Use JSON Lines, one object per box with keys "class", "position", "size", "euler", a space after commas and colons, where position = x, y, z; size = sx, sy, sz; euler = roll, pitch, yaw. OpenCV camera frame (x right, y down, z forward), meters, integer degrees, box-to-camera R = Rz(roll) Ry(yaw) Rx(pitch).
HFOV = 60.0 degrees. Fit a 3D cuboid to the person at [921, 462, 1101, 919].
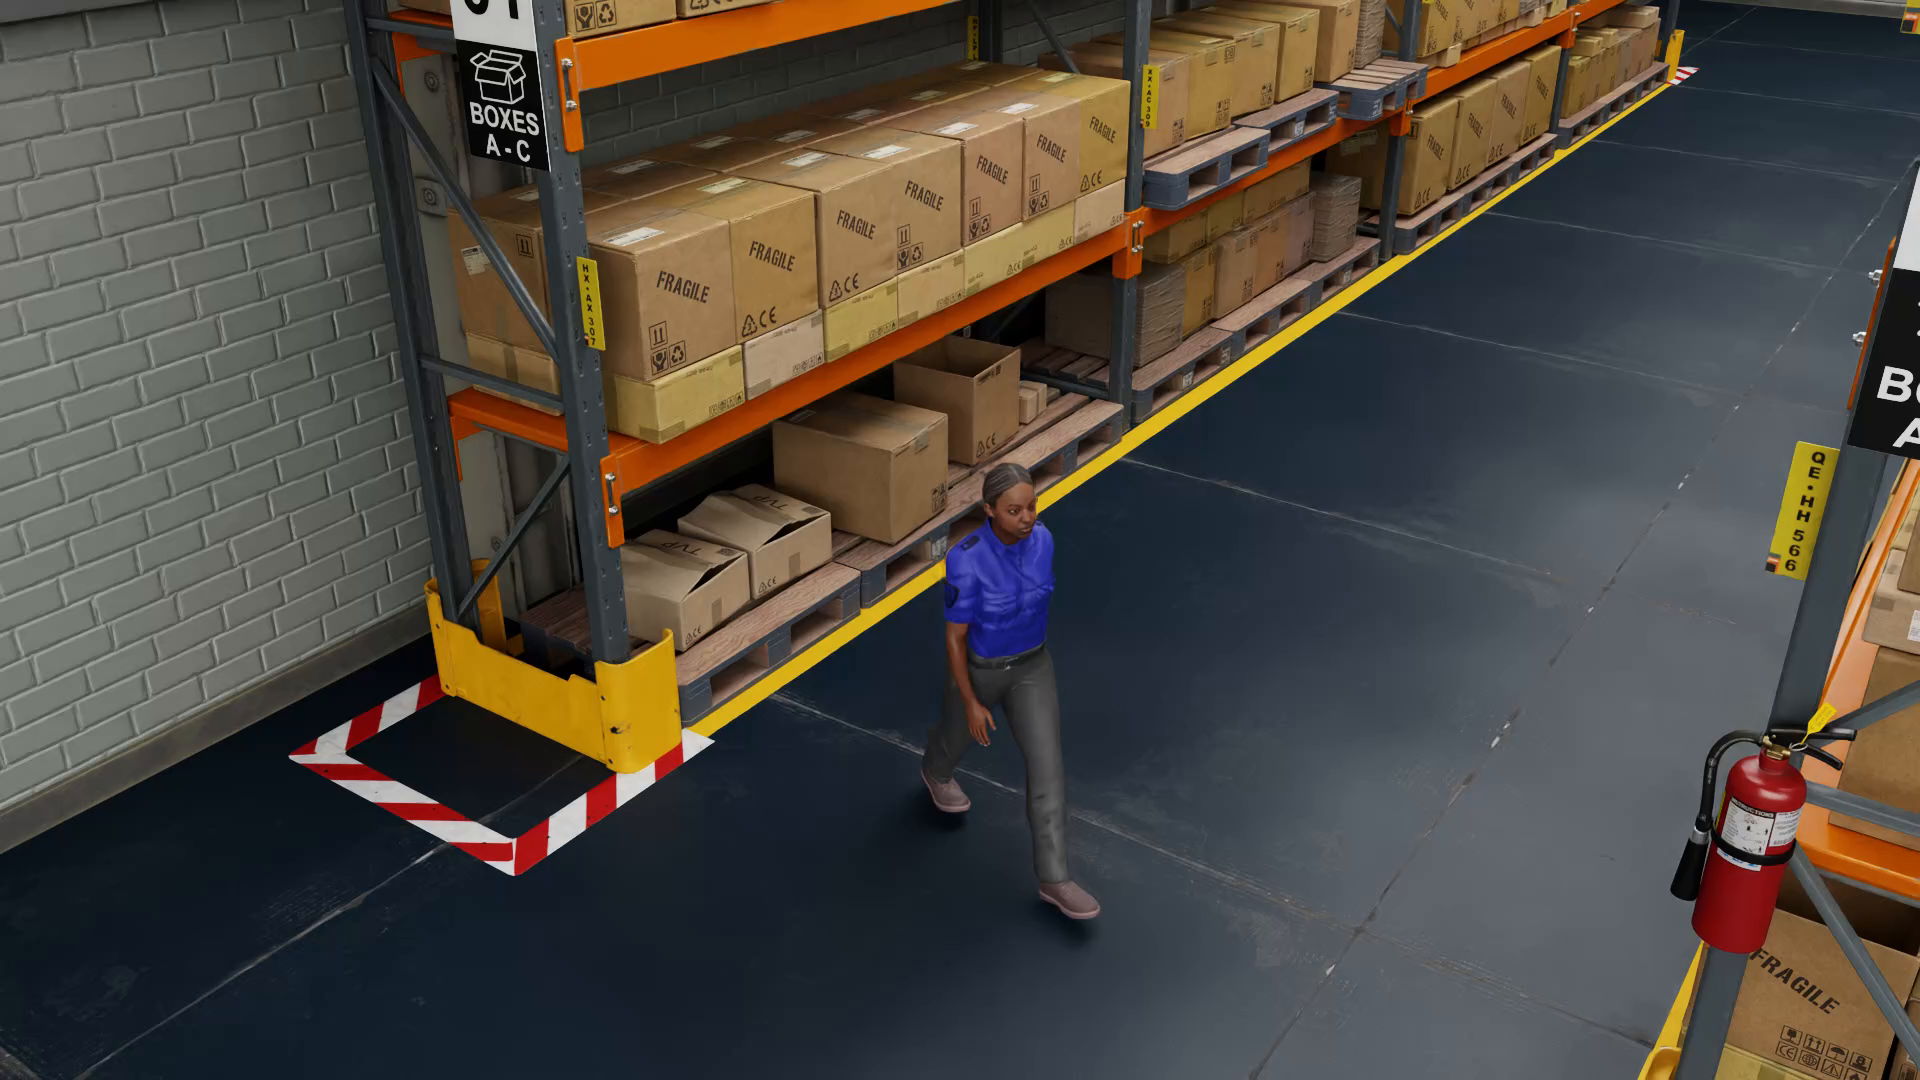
{"class": "person", "position": [0.140, 0.455, 5.748], "size": [0.450, 1.591, 1.060], "euler": [-12, 30, -23]}
